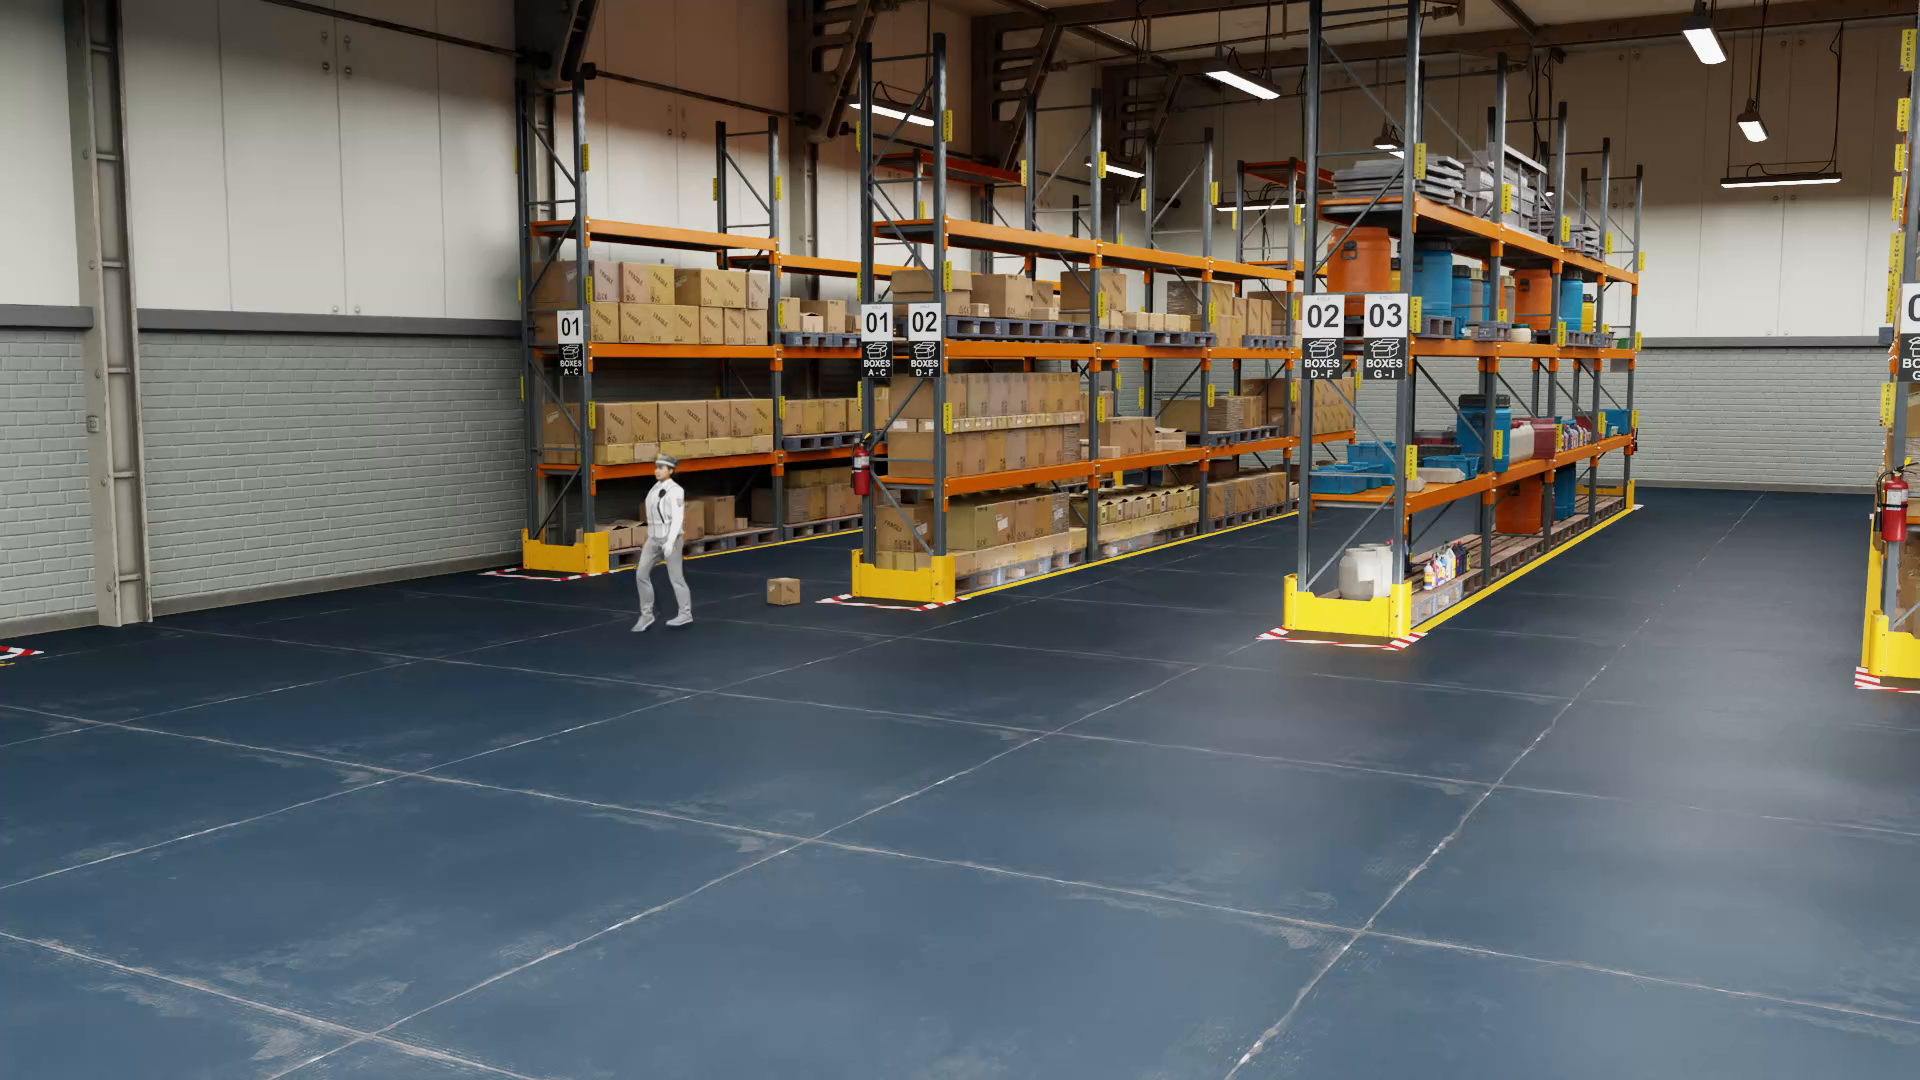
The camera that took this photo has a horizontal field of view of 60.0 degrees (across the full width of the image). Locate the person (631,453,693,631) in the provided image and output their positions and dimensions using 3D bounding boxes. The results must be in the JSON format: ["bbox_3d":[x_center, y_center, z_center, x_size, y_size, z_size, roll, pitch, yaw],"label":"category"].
[{"bbox_3d":[-2.853,0.038,15.992,0.523,1.754,0.588,5,8,42],"label":"person"}]
